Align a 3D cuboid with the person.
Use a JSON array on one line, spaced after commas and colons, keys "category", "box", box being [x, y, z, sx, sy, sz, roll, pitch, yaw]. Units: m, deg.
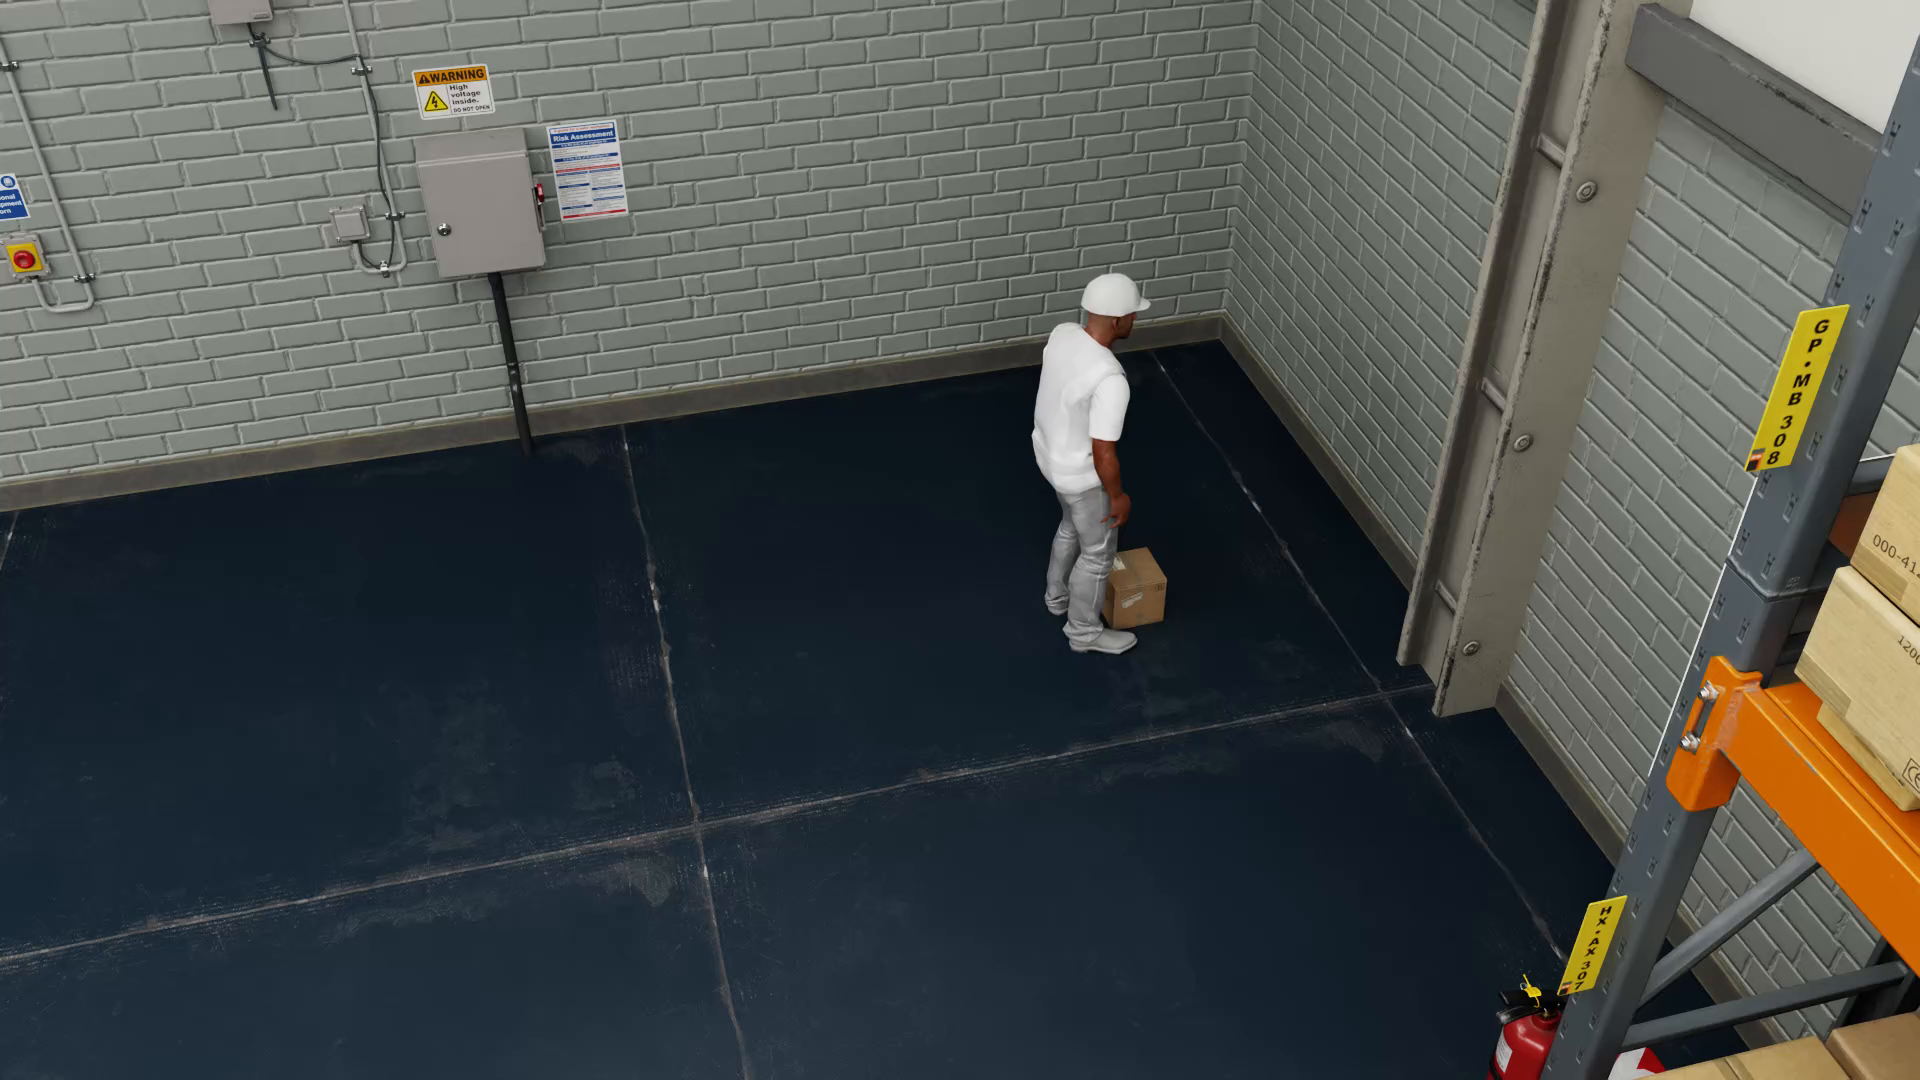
[{"category": "person", "box": [0.556, -0.332, 7.126, 0.462, 1.759, 0.632, -12, 39, -15]}]
